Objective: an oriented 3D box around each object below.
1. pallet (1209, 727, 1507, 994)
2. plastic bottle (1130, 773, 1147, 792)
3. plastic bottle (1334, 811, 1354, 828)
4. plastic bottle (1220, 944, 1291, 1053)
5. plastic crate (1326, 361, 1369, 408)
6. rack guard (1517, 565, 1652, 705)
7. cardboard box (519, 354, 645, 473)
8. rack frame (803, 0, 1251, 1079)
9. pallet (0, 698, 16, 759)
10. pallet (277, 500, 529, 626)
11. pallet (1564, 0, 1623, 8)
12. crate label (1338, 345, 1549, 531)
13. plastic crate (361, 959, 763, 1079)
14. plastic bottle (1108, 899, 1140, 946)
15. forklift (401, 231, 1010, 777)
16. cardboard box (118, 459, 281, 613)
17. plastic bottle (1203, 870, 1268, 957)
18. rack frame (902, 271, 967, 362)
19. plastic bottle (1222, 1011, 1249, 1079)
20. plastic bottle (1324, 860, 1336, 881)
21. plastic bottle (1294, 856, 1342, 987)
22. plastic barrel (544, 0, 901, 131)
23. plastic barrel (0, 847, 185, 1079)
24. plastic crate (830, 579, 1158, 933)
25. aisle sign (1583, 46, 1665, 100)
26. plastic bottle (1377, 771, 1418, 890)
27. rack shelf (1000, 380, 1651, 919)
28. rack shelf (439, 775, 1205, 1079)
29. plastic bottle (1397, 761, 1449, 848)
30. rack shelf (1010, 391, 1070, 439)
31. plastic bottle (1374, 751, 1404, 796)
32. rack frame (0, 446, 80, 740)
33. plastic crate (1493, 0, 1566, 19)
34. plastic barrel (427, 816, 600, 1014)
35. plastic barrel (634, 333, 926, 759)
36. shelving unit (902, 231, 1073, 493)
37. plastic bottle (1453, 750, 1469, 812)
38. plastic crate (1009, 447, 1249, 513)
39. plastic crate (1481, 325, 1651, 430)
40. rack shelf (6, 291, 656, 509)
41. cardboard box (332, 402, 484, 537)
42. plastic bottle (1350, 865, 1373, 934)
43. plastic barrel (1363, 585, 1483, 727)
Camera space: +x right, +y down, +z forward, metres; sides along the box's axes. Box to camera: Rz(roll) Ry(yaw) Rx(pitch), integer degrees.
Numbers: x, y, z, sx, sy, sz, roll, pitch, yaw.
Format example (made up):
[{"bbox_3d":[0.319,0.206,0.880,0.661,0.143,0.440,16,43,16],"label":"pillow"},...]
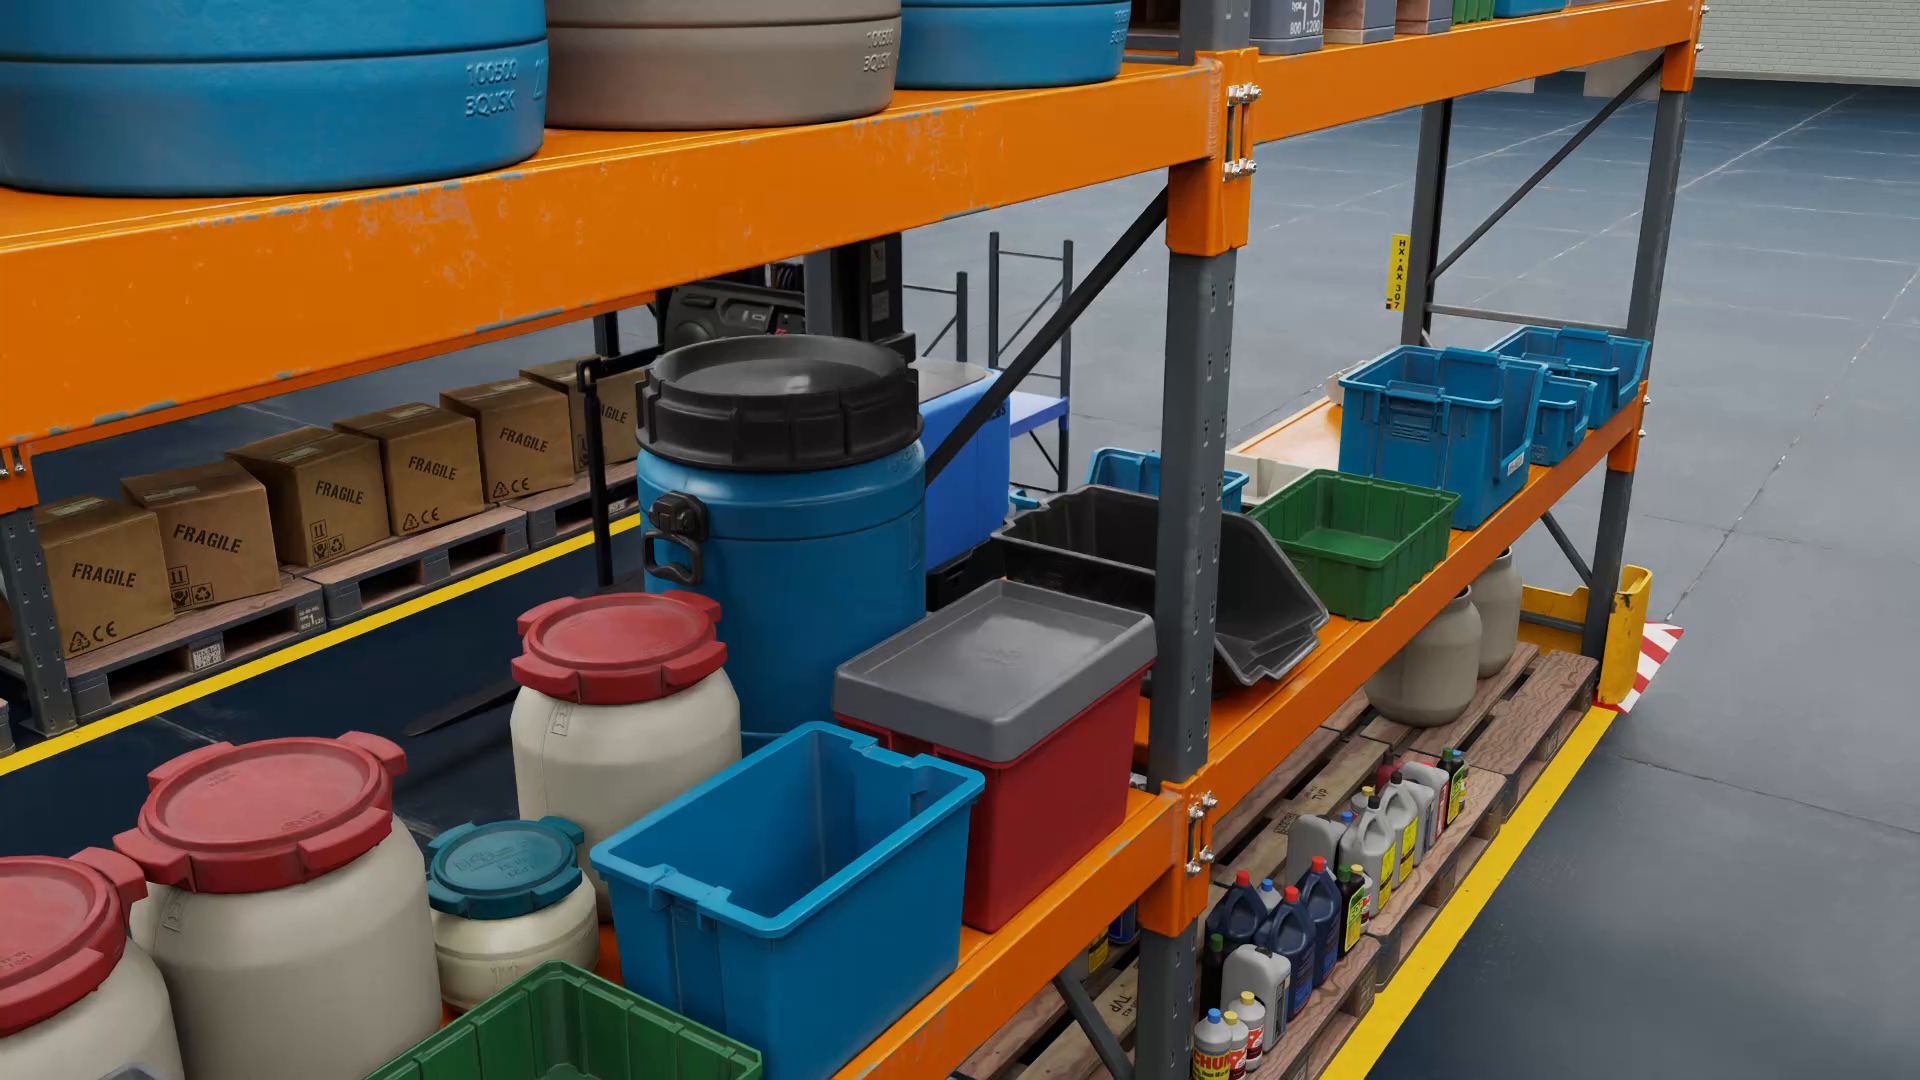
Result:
[{"bbox_3d":[1.192,1.012,5.724,1.003,0.211,1.213,13,24,32],"label":"pallet"},{"bbox_3d":[0.603,0.877,5.362,0.152,0.276,0.135,14,24,33],"label":"plastic bottle"},{"bbox_3d":[1.217,0.955,5.258,0.097,0.201,0.097,0,20,0],"label":"plastic bottle"},{"bbox_3d":[0.796,1.208,4.469,0.152,0.276,0.135,14,25,34],"label":"plastic bottle"},{"bbox_3d":[1.574,-0.590,6.415,0.298,0.136,0.250,13,24,32],"label":"plastic crate"},{"bbox_3d":[2.340,0.296,7.244,1.175,0.500,0.348,13,24,32],"label":"rack guard"},{"bbox_3d":[-2.118,-0.722,9.391,0.500,0.500,0.500,19,28,42],"label":"cardboard box"},{"bbox_3d":[0.092,0.240,3.793,0.949,2.616,0.053,13,24,32],"label":"rack frame"},{"bbox_3d":[-4.438,0.806,6.282,1.003,0.211,1.213,13,24,32],"label":"pallet"},{"bbox_3d":[-2.968,0.031,8.376,1.003,0.211,1.213,13,24,32],"label":"pallet"},{"bbox_3d":[1.797,-2.007,5.816,1.003,0.211,1.213,13,24,32],"label":"pallet"},{"bbox_3d":[1.532,-0.343,5.318,0.502,0.435,0.616,13,24,32],"label":"crate label"},{"bbox_3d":[-0.651,0.895,2.328,0.450,0.188,0.662,13,24,32],"label":"plastic crate"},{"bbox_3d":[0.463,1.037,4.929,0.152,0.276,0.135,13,24,32],"label":"plastic bottle"},{"bbox_3d":[-0.975,-0.825,6.771,1.130,2.935,3.031,13,24,31],"label":"forklift"},{"bbox_3d":[-3.428,-0.023,7.501,0.500,0.500,0.500,-15,25,-35],"label":"cardboard box"},{"bbox_3d":[0.773,1.098,4.658,0.144,0.351,0.185,13,24,32],"label":"plastic bottle"},{"bbox_3d":[-0.182,-0.609,8.250,0.500,1.500,0.032,13,24,31],"label":"rack frame"},{"bbox_3d":[0.694,1.311,4.295,0.097,0.201,0.097,0,20,0],"label":"plastic bottle"},{"bbox_3d":[1.050,1.059,4.876,0.097,0.271,0.097,0,20,0],"label":"plastic bottle"},{"bbox_3d":[0.998,1.072,4.728,0.144,0.351,0.185,12,24,30],"label":"plastic bottle"},{"bbox_3d":[-0.379,-1.026,2.168,0.600,0.901,0.600,0,20,0],"label":"plastic barrel"},{"bbox_3d":[-1.280,0.743,2.236,0.433,0.535,0.433,0,20,0],"label":"plastic barrel"},{"bbox_3d":[0.076,0.409,3.243,0.402,0.464,0.583,13,24,32],"label":"plastic crate"},{"bbox_3d":[2.629,-2.089,6.342,0.394,0.787,0.004,13,24,32],"label":"aisle sign"},{"bbox_3d":[1.341,0.896,5.202,0.144,0.351,0.185,14,25,34],"label":"plastic bottle"},{"bbox_3d":[1.219,0.004,5.467,1.077,0.370,4.000,13,24,32],"label":"rack shelf"},{"bbox_3d":[-1.029,1.152,2.365,1.077,0.370,4.000,13,24,32],"label":"rack shelf"},{"bbox_3d":[1.509,0.843,5.453,0.152,0.276,0.135,13,24,32],"label":"plastic bottle"},{"bbox_3d":[0.096,-0.588,8.711,0.538,0.185,1.000,13,24,31],"label":"rack shelf"},{"bbox_3d":[1.421,0.819,5.508,0.061,0.283,0.133,13,24,32],"label":"plastic bottle"},{"bbox_3d":[-4.001,-0.725,6.403,1.000,3.000,0.127,13,24,32],"label":"rack frame"},{"bbox_3d":[1.520,-1.701,4.738,0.392,0.384,0.575,13,24,32],"label":"plastic crate"},{"bbox_3d":[-0.776,0.655,2.869,0.301,0.262,0.301,0,20,0],"label":"plastic barrel"},{"bbox_3d":[-0.373,0.057,3.564,0.600,0.901,0.708,13,24,32],"label":"plastic barrel"},{"bbox_3d":[0.096,-0.757,8.649,0.538,1.500,1.048,13,24,31],"label":"shelving unit"},{"bbox_3d":[1.674,0.811,5.647,0.097,0.201,0.097,0,20,0],"label":"plastic bottle"},{"bbox_3d":[0.492,-0.060,4.819,0.499,0.251,0.616,13,24,32],"label":"plastic crate"},{"bbox_3d":[2.309,-0.636,6.374,0.499,0.251,0.616,13,24,32],"label":"plastic crate"},{"bbox_3d":[-2.877,-0.962,8.079,1.077,0.370,4.000,13,24,32],"label":"rack shelf"},{"bbox_3d":[-2.793,-0.368,8.433,0.500,0.500,0.500,16,26,37],"label":"cardboard box"},{"bbox_3d":[1.176,1.065,4.961,0.097,0.201,0.097,0,20,0],"label":"plastic bottle"},{"bbox_3d":[1.755,0.410,6.313,0.421,0.512,0.421,0,20,0],"label":"plastic barrel"}]
